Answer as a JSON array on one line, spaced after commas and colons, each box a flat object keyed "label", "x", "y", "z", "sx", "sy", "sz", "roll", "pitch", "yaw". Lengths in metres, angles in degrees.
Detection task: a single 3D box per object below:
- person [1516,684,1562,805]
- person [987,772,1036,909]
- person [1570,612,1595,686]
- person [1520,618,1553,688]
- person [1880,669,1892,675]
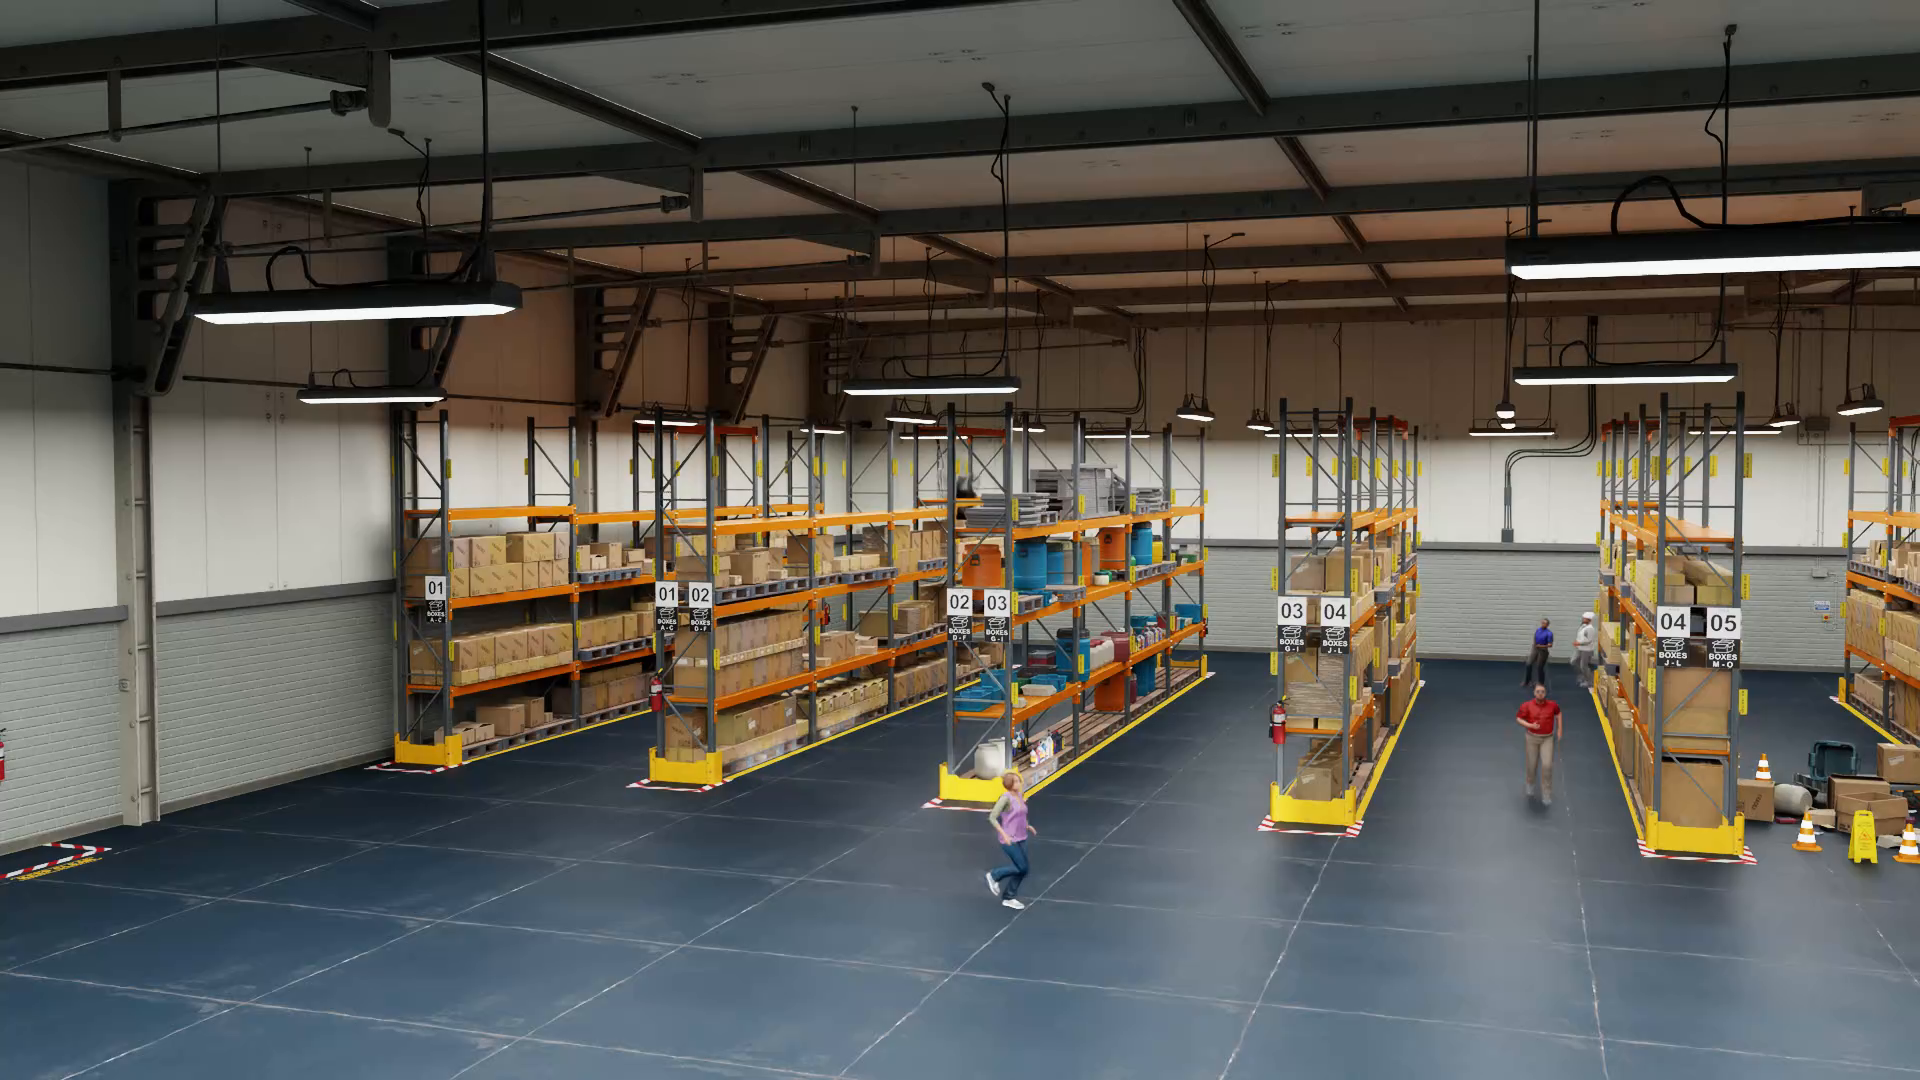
[{"label": "person", "x": 8.750, "y": 3.071, "z": 25.125, "sx": 0.678, "sy": 1.798, "sz": 0.805, "roll": 1, "pitch": 3, "yaw": 12}, {"label": "person", "x": 0.609, "y": 3.418, "z": 18.930, "sx": 0.503, "sy": 1.555, "sz": 0.536, "roll": 2, "pitch": 3, "yaw": 34}, {"label": "person", "x": 14.291, "y": 2.505, "z": 38.077, "sx": 0.607, "sy": 1.737, "sz": 0.674, "roll": 0, "pitch": 2, "yaw": -7}, {"label": "person", "x": 13.204, "y": 2.584, "z": 37.930, "sx": 0.699, "sy": 1.626, "sz": 0.741, "roll": -2, "pitch": 3, "yaw": -38}, {"label": "person", "x": 20.356, "y": 2.658, "z": 36.420, "sx": 0.649, "sy": 1.572, "sz": 0.529, "roll": -2, "pitch": 3, "yaw": -34}]
